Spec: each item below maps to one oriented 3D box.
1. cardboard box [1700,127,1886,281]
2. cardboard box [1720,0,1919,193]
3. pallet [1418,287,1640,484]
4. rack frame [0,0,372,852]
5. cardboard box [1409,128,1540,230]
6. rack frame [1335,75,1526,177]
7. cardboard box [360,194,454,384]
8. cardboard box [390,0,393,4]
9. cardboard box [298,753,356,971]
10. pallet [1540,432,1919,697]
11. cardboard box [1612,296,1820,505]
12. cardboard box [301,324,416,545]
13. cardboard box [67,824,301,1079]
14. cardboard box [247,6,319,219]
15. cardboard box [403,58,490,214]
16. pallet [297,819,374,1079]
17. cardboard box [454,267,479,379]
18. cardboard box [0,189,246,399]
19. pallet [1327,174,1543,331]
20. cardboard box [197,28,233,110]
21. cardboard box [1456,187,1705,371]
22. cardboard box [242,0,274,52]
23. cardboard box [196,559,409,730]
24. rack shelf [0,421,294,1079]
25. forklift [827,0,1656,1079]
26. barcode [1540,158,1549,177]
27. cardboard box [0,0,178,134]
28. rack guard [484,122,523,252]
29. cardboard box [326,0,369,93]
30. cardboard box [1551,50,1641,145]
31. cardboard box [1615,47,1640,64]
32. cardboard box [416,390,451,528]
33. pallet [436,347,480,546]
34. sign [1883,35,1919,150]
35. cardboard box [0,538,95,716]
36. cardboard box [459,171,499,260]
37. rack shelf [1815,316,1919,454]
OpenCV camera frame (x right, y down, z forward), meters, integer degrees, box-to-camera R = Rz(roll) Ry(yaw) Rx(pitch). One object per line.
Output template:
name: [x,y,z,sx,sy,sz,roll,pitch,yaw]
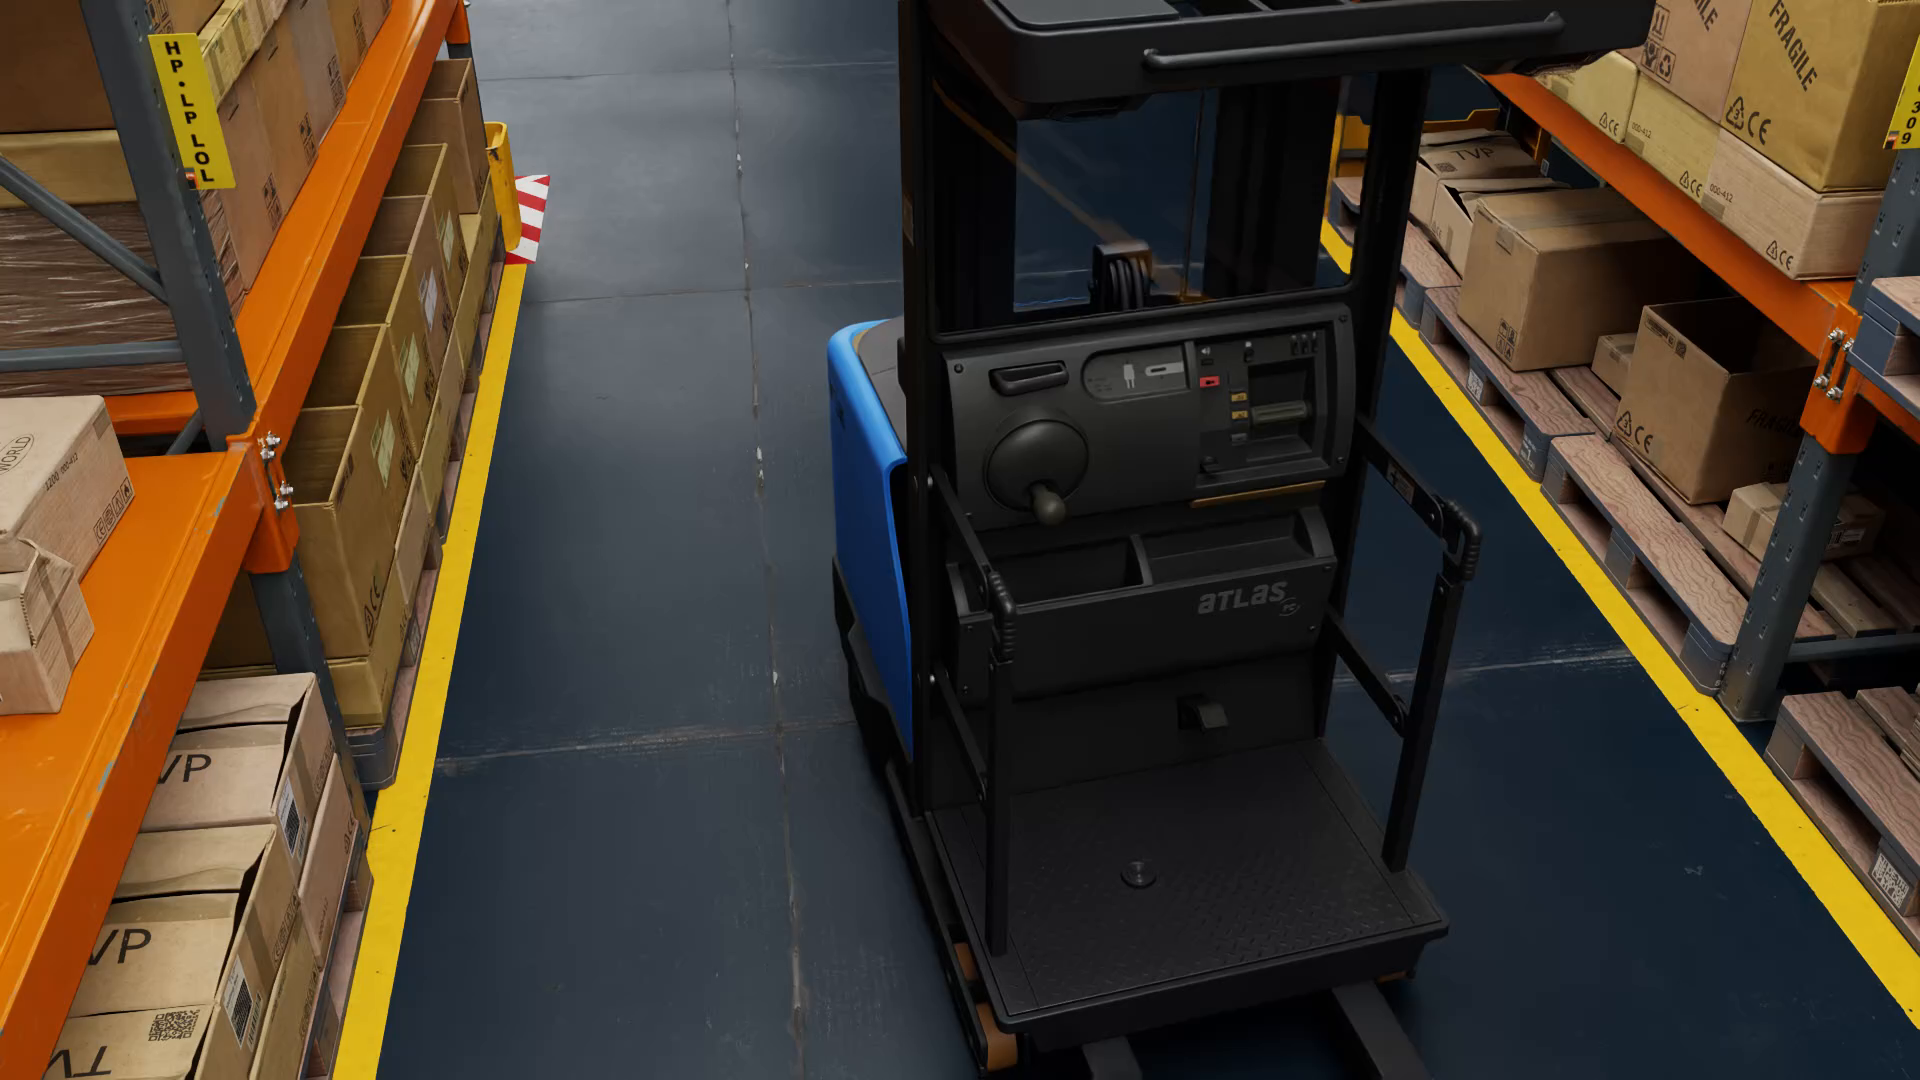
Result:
cardboard box: [2.430,-0.948,4.593,0.500,0.250,0.500,-4,35,-6]
cardboard box: [2.424,-1.257,4.380,0.500,0.500,0.500,-4,35,-6]
pallet: [2.501,-0.662,6.535,1.003,0.211,1.213,-4,35,-6]
rack frame: [-2.114,-0.383,3.649,1.000,3.000,0.127,-4,35,-6]
cardboard box: [2.260,-1.670,7.534,0.500,0.311,0.500,-8,35,-12]
rack frame: [2.256,-2.993,7.478,1.000,3.000,0.127,-4,35,-6]
cardboard box: [-2.070,-0.850,5.736,0.500,0.500,0.500,-4,35,-6]
cardboard box: [-2.602,-2.395,6.512,0.700,0.500,0.500,-4,35,-6]
cardboard box: [-1.771,0.789,3.997,0.500,0.250,0.500,-5,35,-7]
pallet: [2.669,0.020,5.533,1.003,0.211,1.213,-4,35,-6]
cardboard box: [2.615,-0.485,5.628,0.500,0.500,0.500,-7,35,-10]
cardboard box: [-1.941,-0.291,4.917,0.500,0.500,0.500,-4,35,-6]
cardboard box: [-1.699,0.842,3.422,0.500,0.311,0.500,-3,34,-5]
cardboard box: [-2.321,-1.246,4.826,0.700,0.500,0.500,-4,34,-6]
cardboard box: [-2.285,-1.686,6.963,0.500,0.500,0.500,-4,35,-6]
pallet: [-1.976,1.177,3.835,1.003,0.211,1.213,-4,35,-6]
cardboard box: [-2.139,-0.819,6.356,0.500,0.250,0.500,-4,35,-6]
cardboard box: [-2.180,-0.672,3.983,0.700,0.500,0.500,-5,35,-8]
pallet: [2.341,-1.342,7.531,1.003,0.211,1.213,-4,35,-6]
cardboard box: [-2.029,-1.141,4.096,0.380,0.149,0.250,-5,35,-8]
cardboard box: [2.386,-1.017,6.408,0.700,0.500,0.500,-6,35,-9]
cardboard box: [-2.097,-1.427,4.516,0.380,0.149,0.250,-5,35,-8]
cardboard box: [-1.876,0.298,4.718,0.500,0.250,0.500,-4,35,-6]
rack shelf: [-1.845,1.030,2.214,1.077,0.370,4.000,-4,35,-6]
forklift: [0.486,-0.210,3.455,1.130,2.935,3.031,-9,35,-13]
barcode: [2.659,-1.694,7.561,0.001,0.075,0.075,-4,35,-6]
cardboard box: [-2.180,-1.208,3.618,0.700,0.500,0.500,-4,34,-6]
rack guard: [-2.655,-1.596,7.648,1.175,0.500,0.348,-4,35,-6]
cardboard box: [-2.465,-1.825,5.675,0.700,0.500,0.500,-4,34,-6]
cardboard box: [2.288,-1.506,5.412,0.500,0.250,0.500,-5,35,-7]
cardboard box: [2.294,-1.817,5.202,0.500,0.500,0.500,-5,35,-8]
cardboard box: [-2.000,-0.261,5.538,0.500,0.250,0.500,-4,35,-6]
pallet: [-2.347,-0.360,6.091,1.003,0.211,1.213,-4,35,-6]
sign: [2.257,-1.073,3.892,0.100,0.325,0.005,-4,35,-6]
cardboard box: [-1.814,0.149,2.987,0.396,0.266,0.258,-5,35,-8]
cardboard box: [-2.287,-1.376,7.174,0.500,0.250,0.500,-4,35,-6]
rack shelf: [3.063,0.653,2.767,1.077,0.370,4.000,-4,35,-6]
